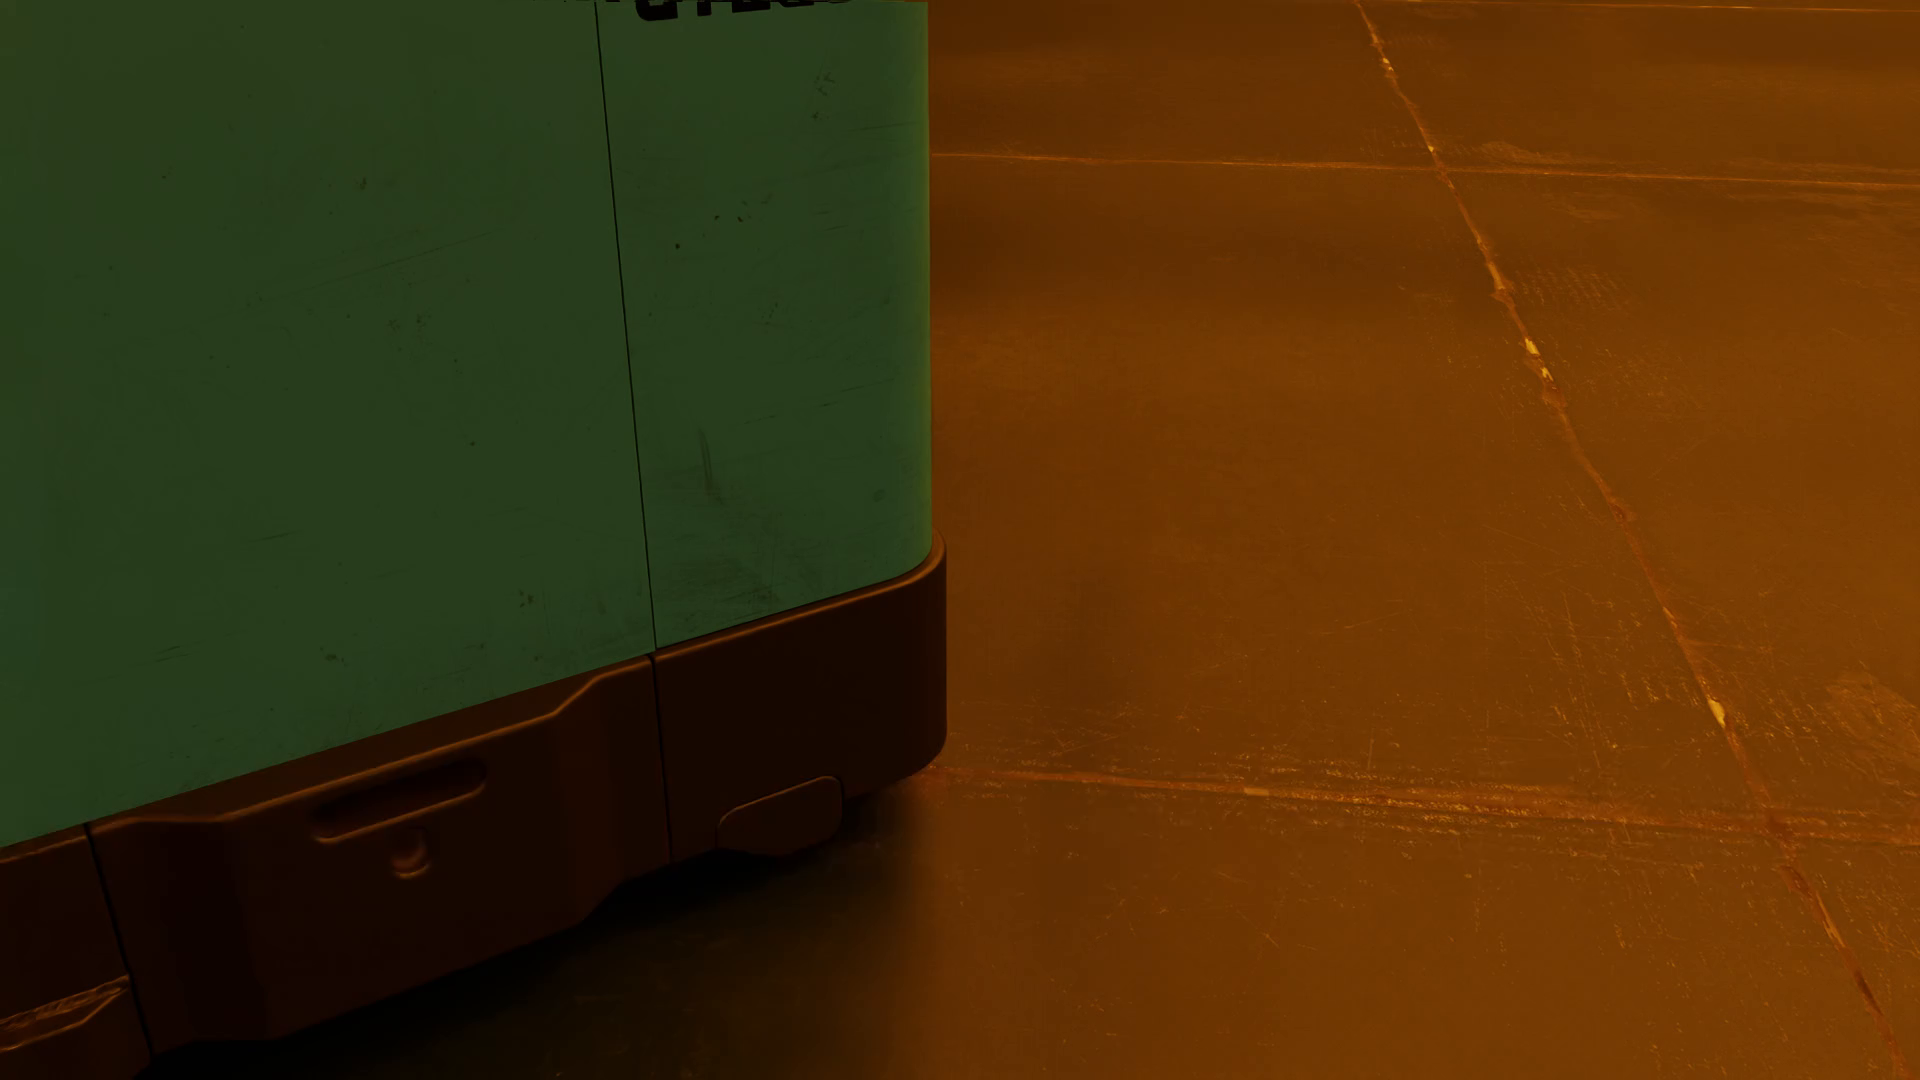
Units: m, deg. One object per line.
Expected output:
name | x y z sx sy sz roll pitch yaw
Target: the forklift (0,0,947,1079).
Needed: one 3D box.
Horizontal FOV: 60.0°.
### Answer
forklift | -1.527 -0.836 0.891 3.031 2.935 1.130 -16 31 -30
